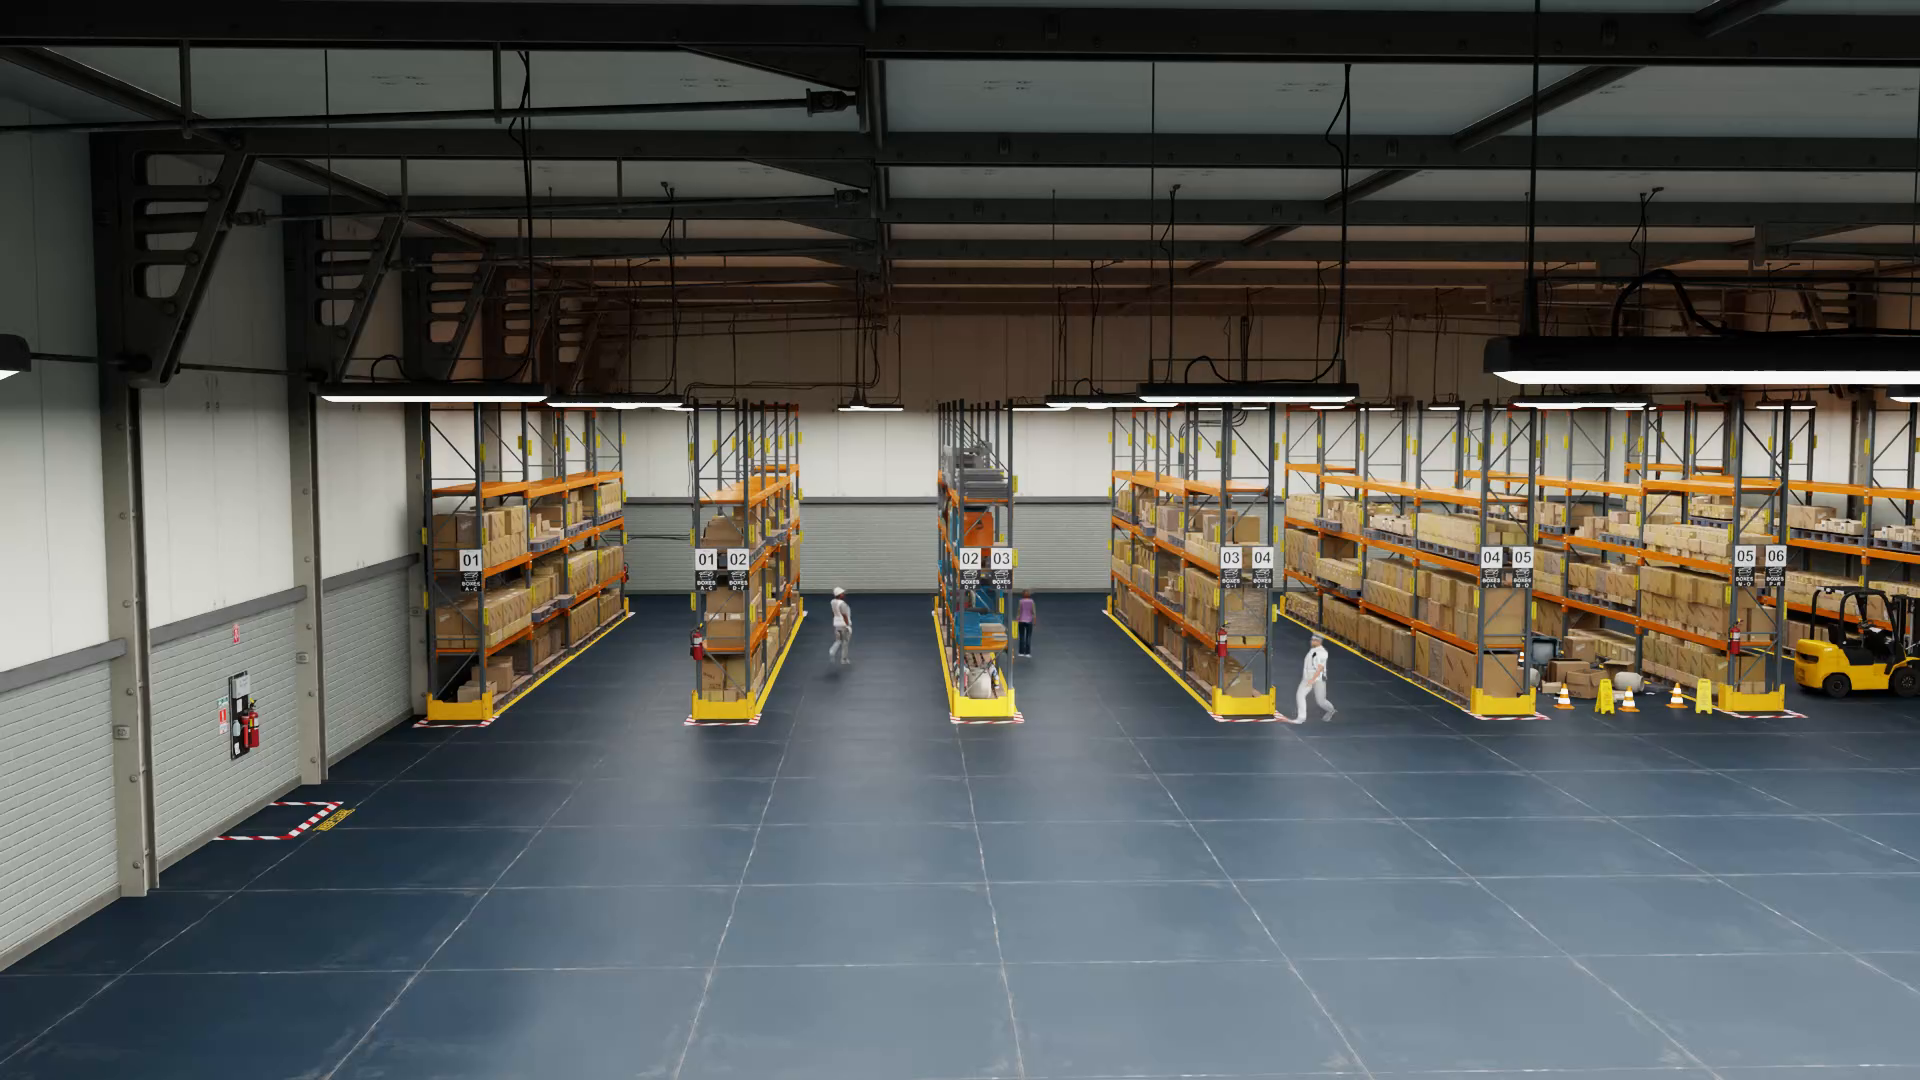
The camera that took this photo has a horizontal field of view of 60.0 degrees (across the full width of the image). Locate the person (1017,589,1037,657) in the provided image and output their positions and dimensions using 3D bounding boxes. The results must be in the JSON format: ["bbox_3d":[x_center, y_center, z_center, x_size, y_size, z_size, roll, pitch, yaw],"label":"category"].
[{"bbox_3d":[1.561,1.946,38.928,0.482,1.610,0.323,1,4,9],"label":"person"}]

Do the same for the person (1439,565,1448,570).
[{"bbox_3d":[12.799,1.485,44.208,0.429,1.789,0.652,2,5,29],"label":"person"}]

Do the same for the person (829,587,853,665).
[{"bbox_3d":[-2.701,1.951,37.628,0.569,1.768,0.610,3,5,36],"label":"person"}]

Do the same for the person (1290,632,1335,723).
[{"bbox_3d":[6.531,2.556,30.770,0.482,1.673,1.004,4,6,42],"label":"person"}]
